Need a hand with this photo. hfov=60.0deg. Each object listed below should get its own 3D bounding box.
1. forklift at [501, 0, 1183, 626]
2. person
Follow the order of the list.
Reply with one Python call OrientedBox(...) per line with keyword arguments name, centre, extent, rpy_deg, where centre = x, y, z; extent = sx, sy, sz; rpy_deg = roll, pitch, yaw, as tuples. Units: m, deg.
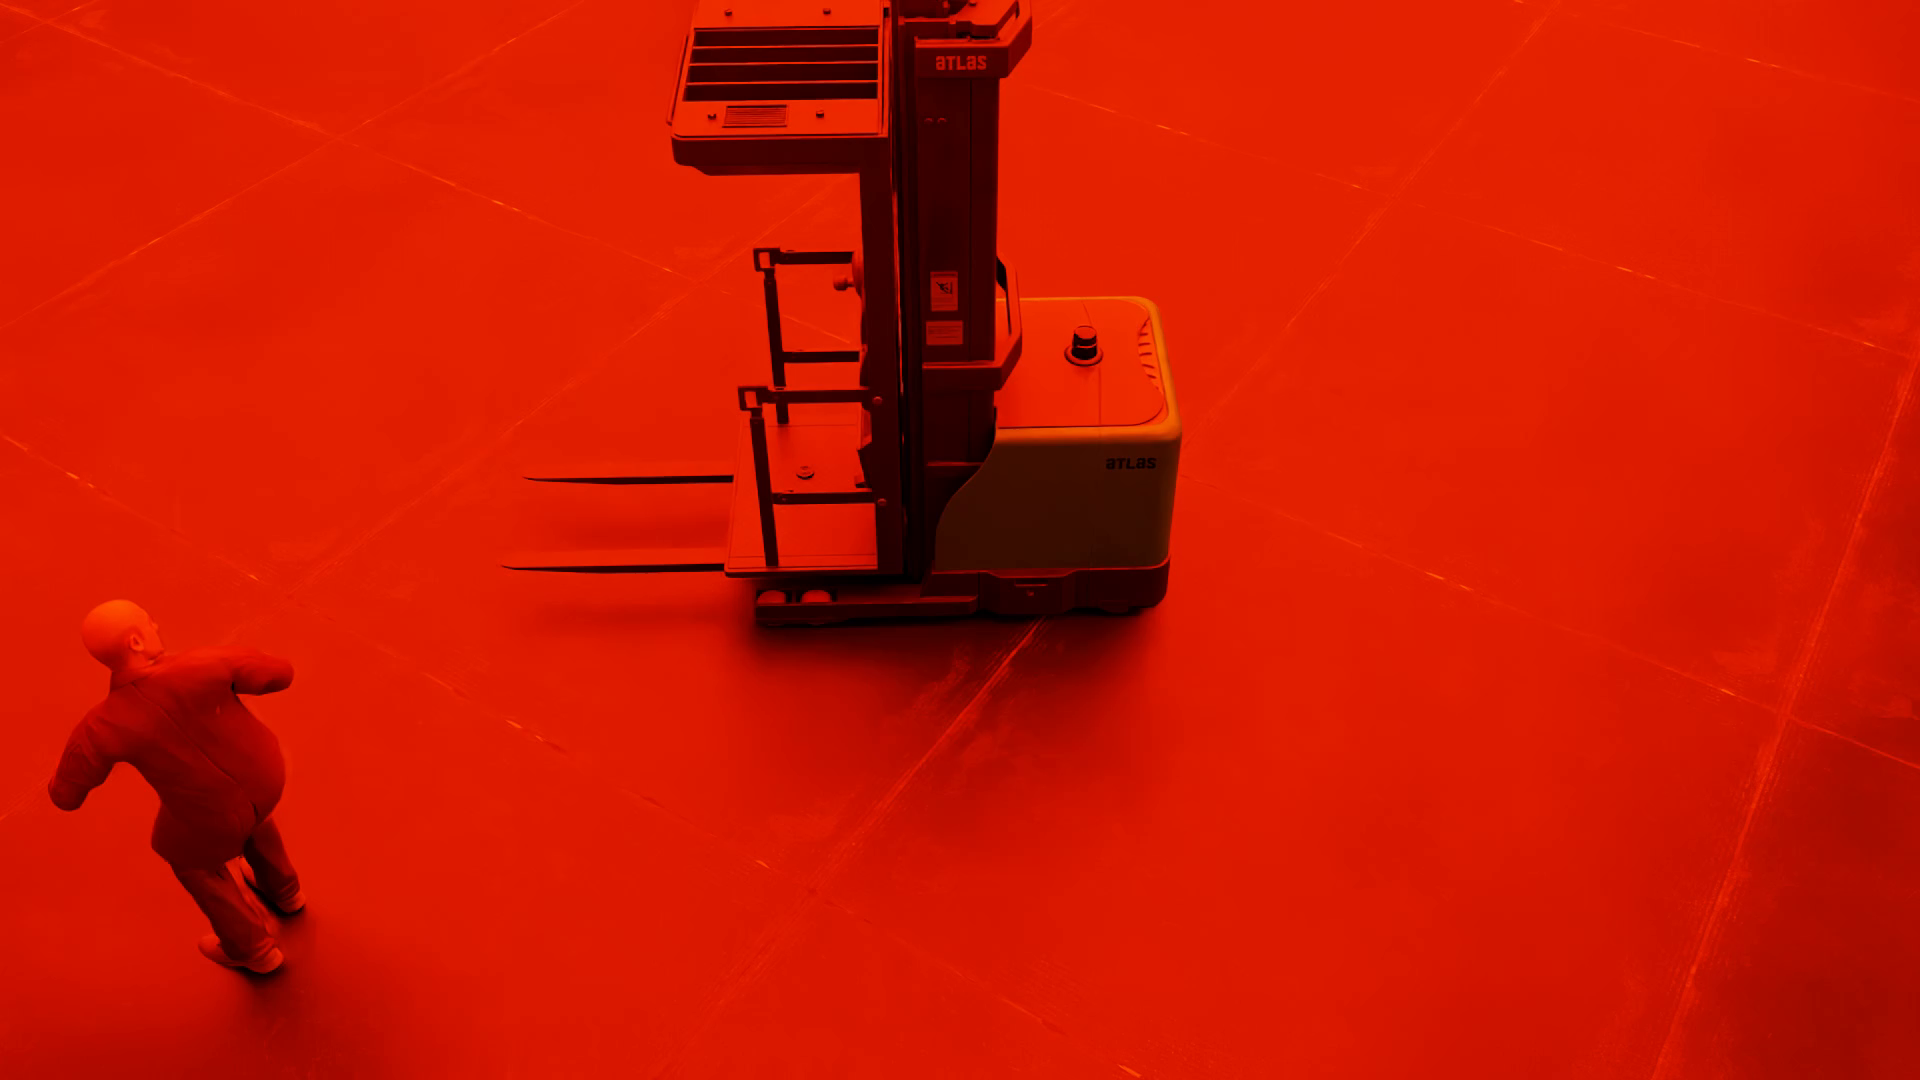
OrientedBox(name="forklift", centre=(-0.578, -1.045, 6.950), extent=(3.031, 2.935, 1.130), rpy_deg=(-1, 43, -1))
OrientedBox(name="person", centre=(-2.734, 0.833, 5.890), extent=(0.644, 1.737, 0.829), rpy_deg=(30, 51, 27))
